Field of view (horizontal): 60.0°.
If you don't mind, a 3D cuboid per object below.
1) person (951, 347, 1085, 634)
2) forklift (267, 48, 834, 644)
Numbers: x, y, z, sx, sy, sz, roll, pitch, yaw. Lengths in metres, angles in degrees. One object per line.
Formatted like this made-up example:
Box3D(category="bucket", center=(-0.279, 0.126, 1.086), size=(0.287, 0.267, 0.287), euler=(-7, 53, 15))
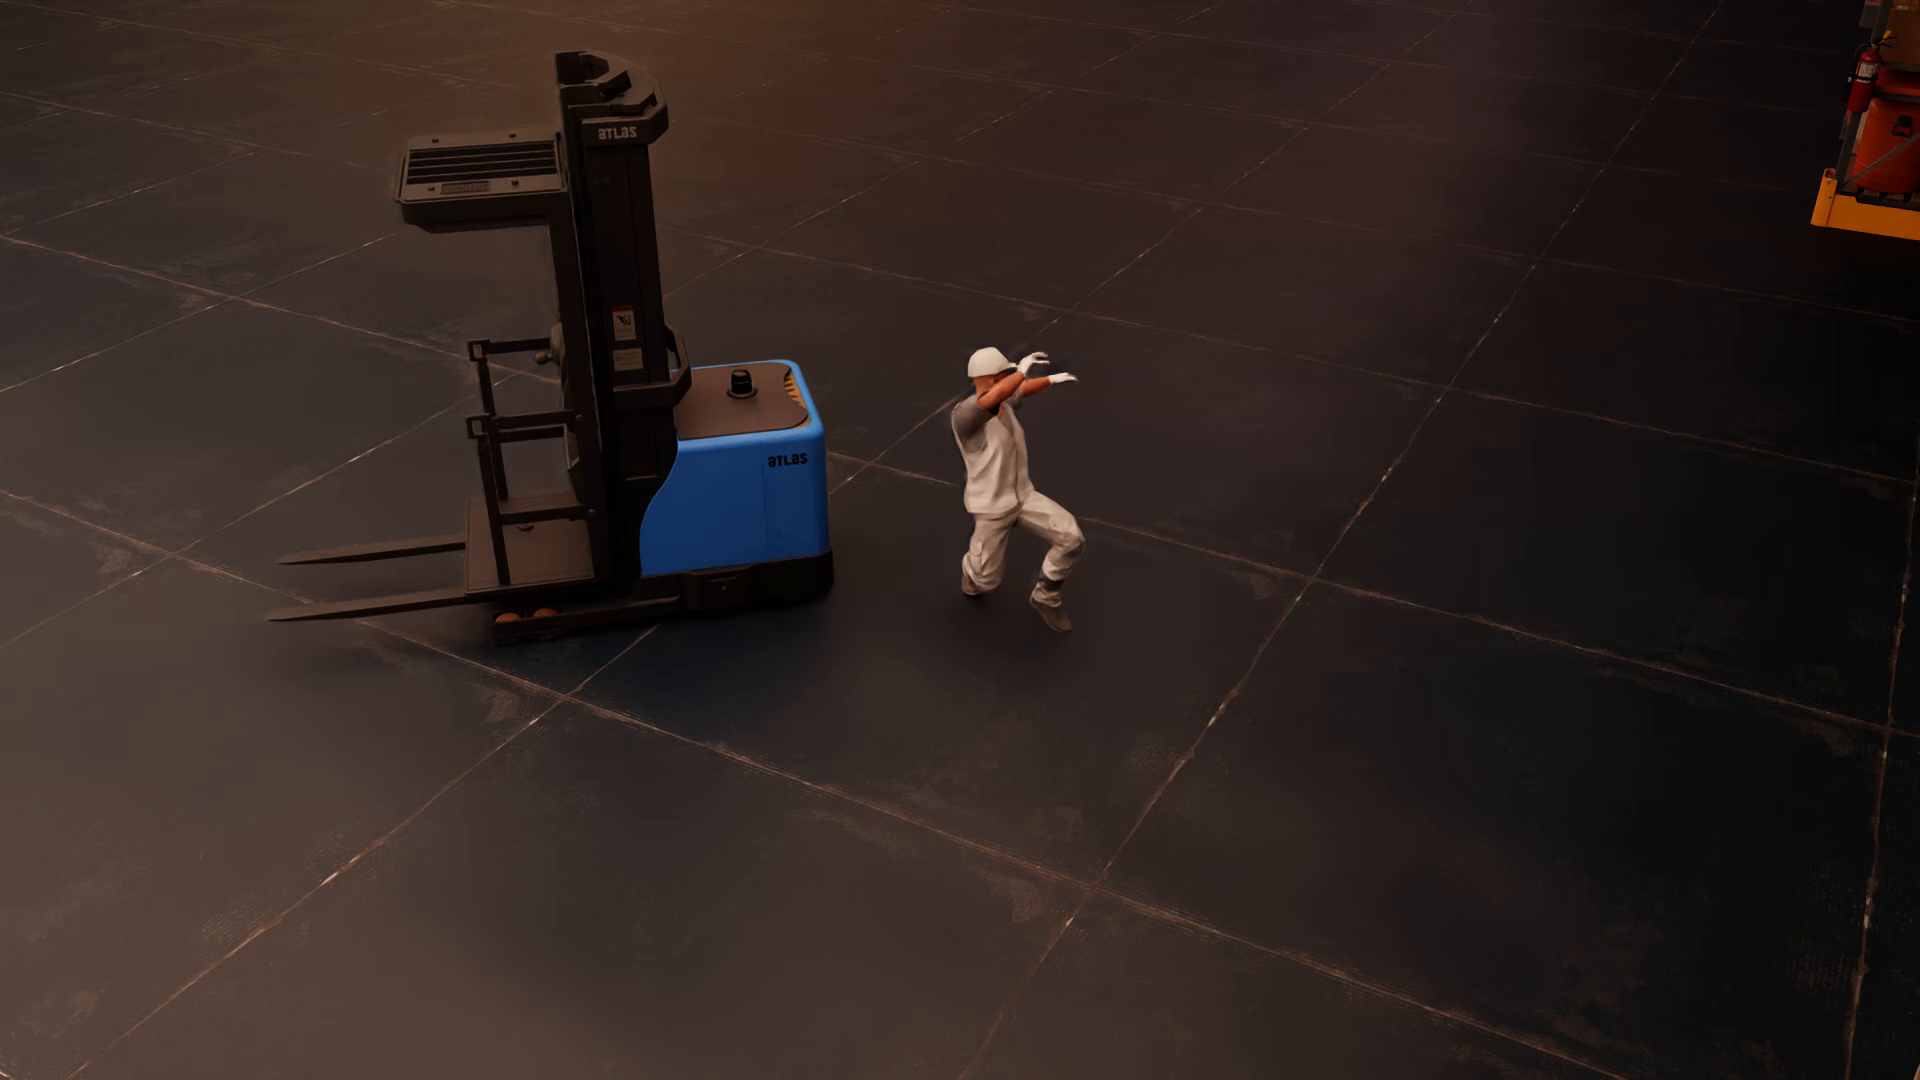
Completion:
Box3D(category="person", center=(0.486, -0.348, 9.100), size=(1.096, 1.533, 0.890), euler=(-23, 37, -35))
Box3D(category="forklift", center=(-2.291, -0.996, 8.796), size=(3.031, 2.935, 1.130), euler=(-7, 31, -12))
